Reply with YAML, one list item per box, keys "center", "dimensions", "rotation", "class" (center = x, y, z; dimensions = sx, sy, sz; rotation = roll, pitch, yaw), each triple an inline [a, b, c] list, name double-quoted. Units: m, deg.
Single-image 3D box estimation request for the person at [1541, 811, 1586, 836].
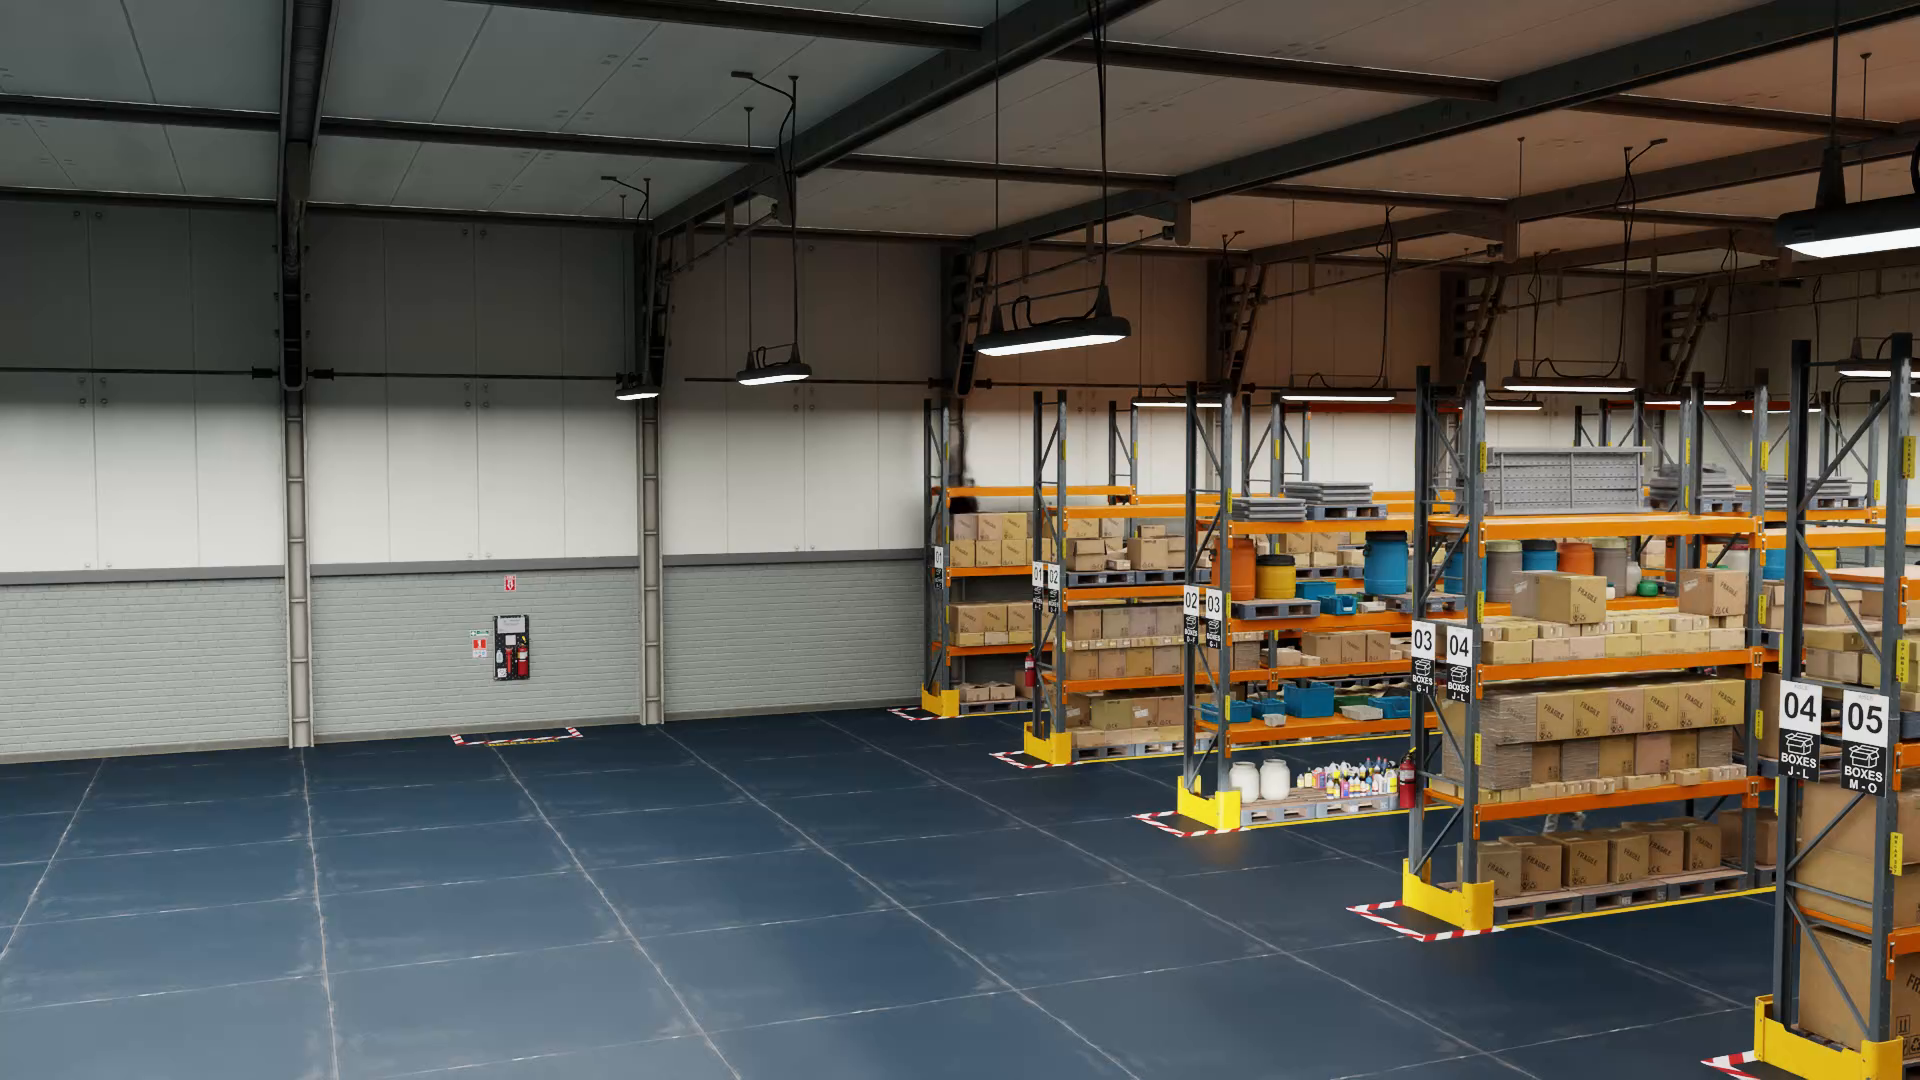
- center: [7.651, 3.040, 21.156]
  dimensions: [0.976, 1.769, 0.690]
  rotation: [-2, 4, -31]
  class: "person"
